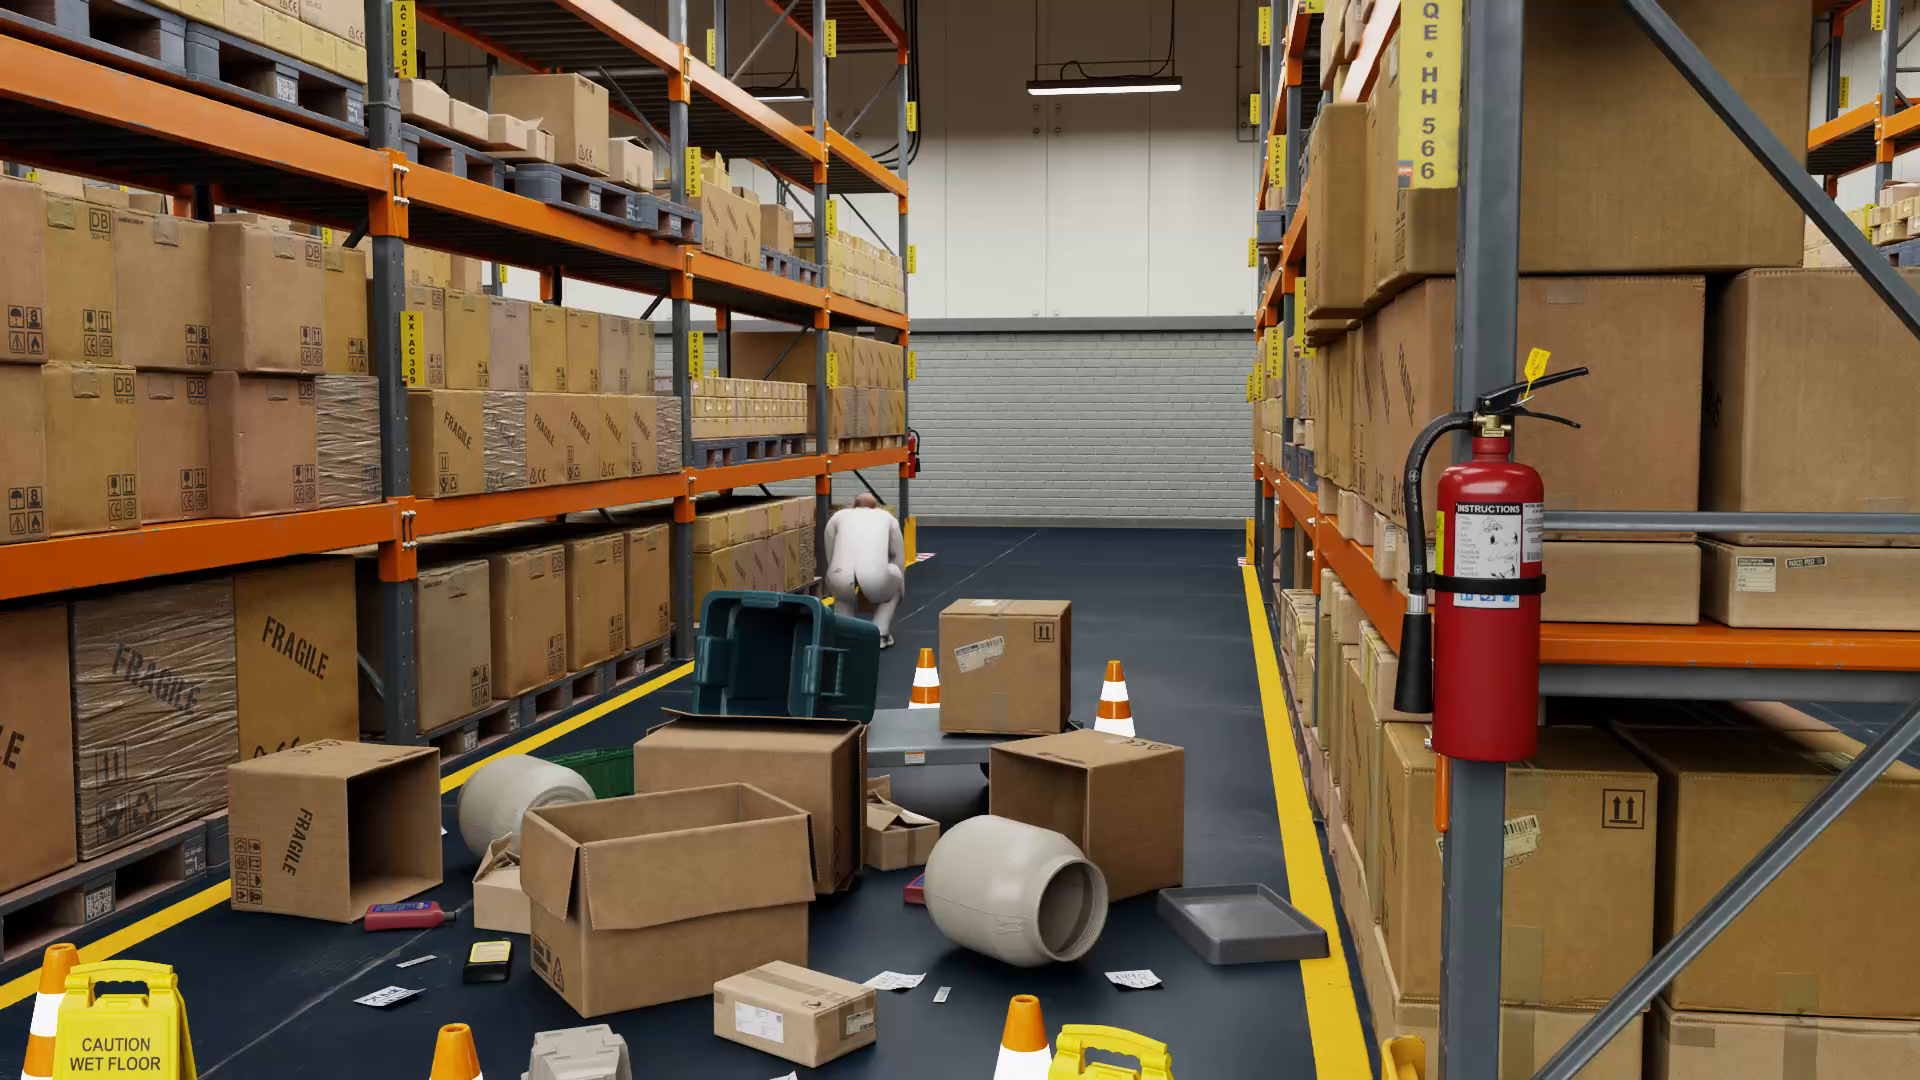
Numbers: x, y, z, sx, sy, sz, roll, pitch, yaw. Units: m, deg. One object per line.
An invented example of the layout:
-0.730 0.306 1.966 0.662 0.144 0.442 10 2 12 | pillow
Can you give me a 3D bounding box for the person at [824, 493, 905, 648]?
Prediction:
-0.712 0.220 12.168 0.615 1.101 0.876 1 4 9 | person
